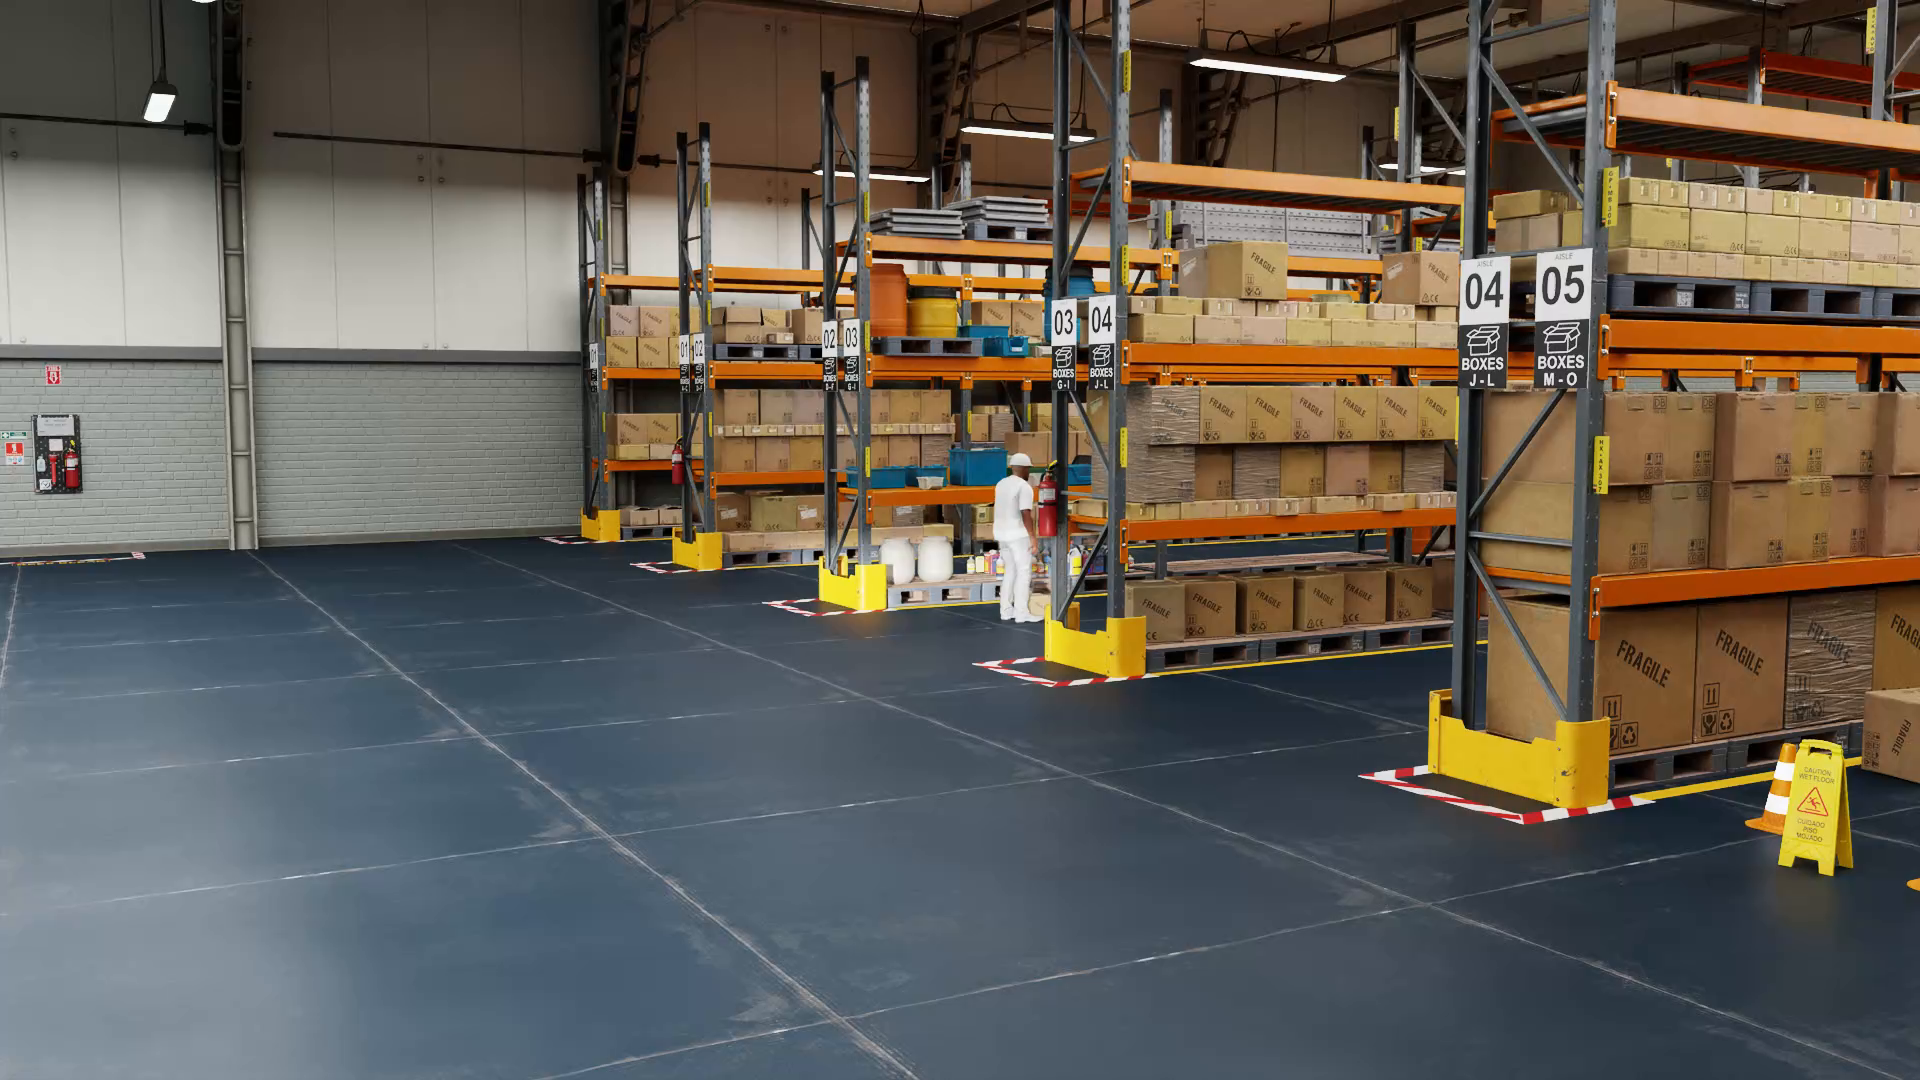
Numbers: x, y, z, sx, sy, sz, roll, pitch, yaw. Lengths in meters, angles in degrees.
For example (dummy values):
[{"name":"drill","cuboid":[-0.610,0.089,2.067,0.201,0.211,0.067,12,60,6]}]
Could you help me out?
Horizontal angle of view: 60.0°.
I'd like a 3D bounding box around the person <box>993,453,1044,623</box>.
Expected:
[{"name":"person","cuboid":[0.598,-0.032,17.526,0.462,1.759,0.633,-3,6,-32]}]
